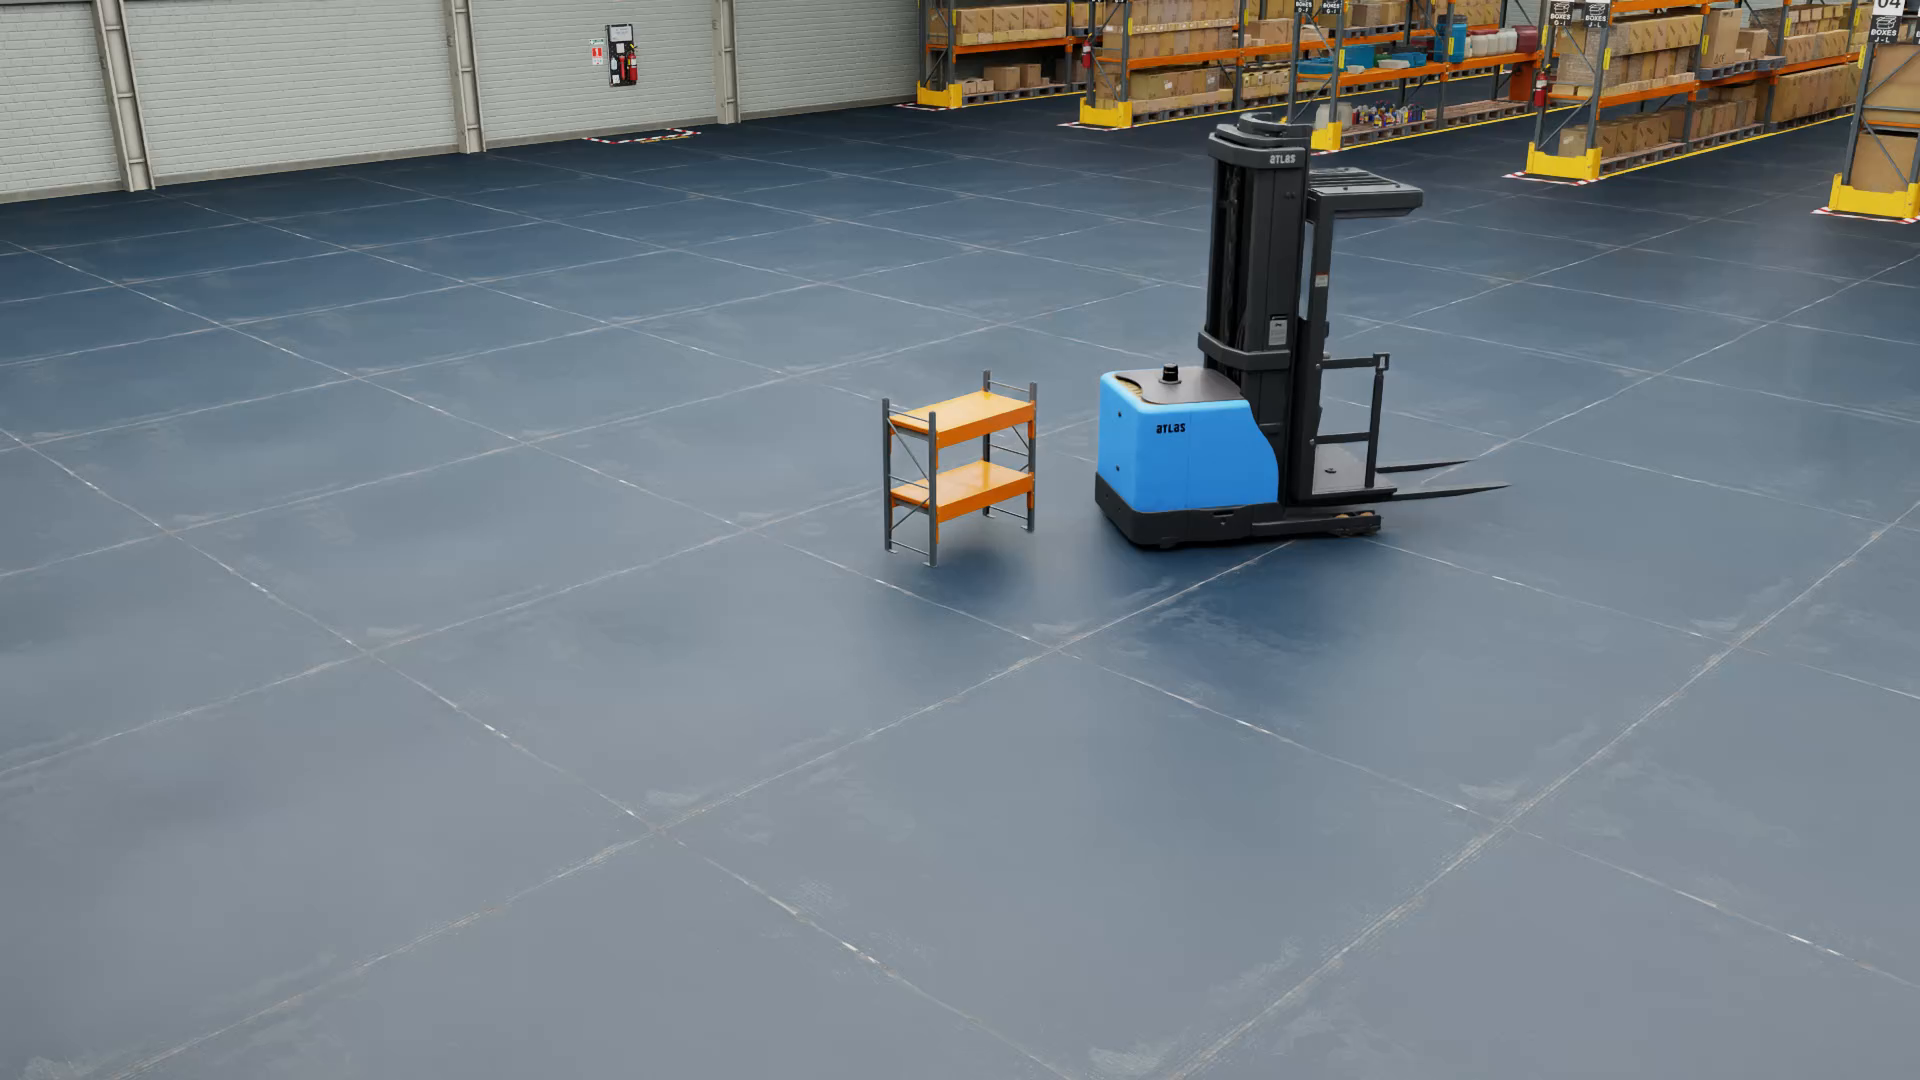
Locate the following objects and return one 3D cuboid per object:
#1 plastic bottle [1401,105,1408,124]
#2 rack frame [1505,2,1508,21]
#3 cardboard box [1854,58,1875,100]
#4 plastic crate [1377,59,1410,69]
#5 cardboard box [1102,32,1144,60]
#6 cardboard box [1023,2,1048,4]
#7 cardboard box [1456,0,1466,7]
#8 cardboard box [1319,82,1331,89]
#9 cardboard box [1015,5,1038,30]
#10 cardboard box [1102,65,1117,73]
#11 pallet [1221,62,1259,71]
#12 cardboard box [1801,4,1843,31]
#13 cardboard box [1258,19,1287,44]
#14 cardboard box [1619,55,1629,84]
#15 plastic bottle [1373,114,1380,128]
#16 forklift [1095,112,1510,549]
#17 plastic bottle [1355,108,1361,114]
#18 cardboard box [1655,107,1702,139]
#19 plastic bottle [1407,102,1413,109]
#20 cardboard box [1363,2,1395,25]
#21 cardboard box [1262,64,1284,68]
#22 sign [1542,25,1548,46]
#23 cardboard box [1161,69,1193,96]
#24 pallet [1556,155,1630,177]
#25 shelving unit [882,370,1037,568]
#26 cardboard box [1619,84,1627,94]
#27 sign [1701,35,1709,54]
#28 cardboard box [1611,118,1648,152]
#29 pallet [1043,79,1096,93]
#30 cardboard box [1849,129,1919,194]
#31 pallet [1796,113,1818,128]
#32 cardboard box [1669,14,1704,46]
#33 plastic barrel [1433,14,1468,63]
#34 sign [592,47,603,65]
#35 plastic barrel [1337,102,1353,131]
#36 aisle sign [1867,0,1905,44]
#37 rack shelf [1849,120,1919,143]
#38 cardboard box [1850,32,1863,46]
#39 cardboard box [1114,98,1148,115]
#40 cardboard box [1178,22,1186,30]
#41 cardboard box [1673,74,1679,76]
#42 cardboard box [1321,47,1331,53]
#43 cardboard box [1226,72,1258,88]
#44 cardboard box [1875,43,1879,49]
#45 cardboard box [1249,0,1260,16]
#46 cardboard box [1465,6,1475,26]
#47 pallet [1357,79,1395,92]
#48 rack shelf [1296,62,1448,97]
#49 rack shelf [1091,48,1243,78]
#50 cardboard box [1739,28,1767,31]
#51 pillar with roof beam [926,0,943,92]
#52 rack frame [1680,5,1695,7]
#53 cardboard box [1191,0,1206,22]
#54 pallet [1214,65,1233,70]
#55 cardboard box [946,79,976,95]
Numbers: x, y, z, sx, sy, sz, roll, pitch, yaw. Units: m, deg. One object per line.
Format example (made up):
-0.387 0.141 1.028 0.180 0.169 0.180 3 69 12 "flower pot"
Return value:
8.767 -8.422 32.885 0.144 0.351 0.185 19 28 40 "plastic bottle"
14.194 -14.149 44.705 1.000 3.000 0.127 19 28 41 "rack frame"
19.645 -10.226 36.874 0.875 0.875 0.875 19 28 41 "cardboard box"
8.418 -9.220 32.248 0.530 0.136 0.437 19 28 41 "plastic crate"
3.367 -10.199 34.290 0.700 0.500 0.500 19 28 41 "cardboard box"
1.794 -12.524 39.613 0.500 0.500 0.500 18 28 39 "cardboard box"
12.653 -13.949 42.653 0.500 0.500 0.500 18 28 39 "cardboard box"
8.421 -10.809 39.262 0.500 0.250 0.500 -19 28 -41 "cardboard box"
1.460 -12.137 38.607 0.500 0.500 0.500 18 28 39 "cardboard box"
3.482 -11.801 41.469 0.700 0.500 0.500 20 28 41 "cardboard box"
7.368 -12.841 45.188 1.003 0.211 1.213 19 28 41 "pallet"
18.059 -10.989 34.946 0.797 0.503 0.637 18 28 39 "cardboard box"
7.087 -11.568 37.852 0.500 0.500 0.500 19 28 41 "cardboard box"
10.794 -8.034 28.242 0.875 0.500 0.500 19 28 41 "cardboard box"
8.067 -8.115 32.197 0.097 0.271 0.097 0 21 0 "plastic bottle"
2.598 -1.566 12.064 3.031 2.935 1.130 -5 22 -12 "forklift"
7.838 -8.405 32.943 0.152 0.276 0.135 18 28 39 "plastic bottle"
13.362 -7.775 30.993 0.700 0.500 0.500 17 27 37 "cardboard box"
9.023 -8.591 33.323 0.144 0.351 0.185 19 28 41 "plastic bottle"
10.216 -12.894 40.715 0.700 0.500 0.500 12 24 27 "cardboard box"
7.320 -10.938 38.817 0.500 0.311 0.500 18 28 39 "cardboard box"
9.744 -8.388 27.662 0.100 0.325 0.005 19 28 41 "sign"
4.614 -9.766 35.503 0.500 0.500 0.500 19 28 41 "cardboard box"
10.773 -6.474 28.623 1.003 0.211 1.213 19 28 41 "pallet"
0.005 -0.527 11.877 0.538 1.125 1.048 19 28 41 "shelving unit"
11.030 -7.641 28.125 0.380 0.149 0.250 19 28 41 "cardboard box"
13.312 -8.854 29.723 0.100 0.325 0.005 19 28 41 "sign"
11.839 -7.192 29.504 0.500 0.500 0.500 16 26 36 "cardboard box"
2.813 -11.202 40.925 1.003 0.211 1.213 19 28 41 "pallet"
14.037 -5.683 25.056 0.875 0.875 0.875 19 28 41 "cardboard box"
17.164 -8.806 34.692 1.003 0.211 1.213 19 28 41 "pallet"
12.801 -9.052 29.496 0.500 0.500 0.500 19 28 41 "cardboard box"
9.856 -10.081 33.423 0.600 0.901 0.708 19 28 41 "plastic barrel"
-7.047 -9.404 32.309 0.001 0.329 0.234 19 28 41 "sign"
7.333 -8.147 31.973 0.421 0.512 0.421 0 21 0 "plastic barrel"
13.347 -7.559 23.935 0.394 0.787 0.004 19 28 41 "aisle sign"
15.006 -6.467 25.721 1.077 0.370 4.000 19 28 41 "rack shelf"
19.014 -10.764 35.694 0.500 0.250 0.500 19 28 40 "cardboard box"
3.566 -9.031 34.636 0.500 0.250 0.500 19 28 41 "cardboard box"
4.534 -10.827 35.020 0.380 0.149 0.250 20 28 41 "cardboard box"
12.580 -8.227 29.647 0.380 0.149 0.250 19 28 41 "cardboard box"
10.226 -14.212 47.768 0.700 0.500 0.500 19 28 41 "cardboard box"
6.290 -10.282 37.111 0.500 0.311 0.500 19 28 41 "cardboard box"
20.030 -10.917 36.647 0.380 0.149 0.250 18 28 39 "cardboard box"
7.711 -14.373 44.705 0.500 0.500 0.500 19 28 40 "cardboard box"
13.014 -13.622 43.194 0.500 0.500 0.500 19 28 40 "cardboard box"
10.012 -11.285 41.142 1.003 0.211 1.213 19 28 41 "pallet"
7.974 -8.974 32.243 1.077 0.370 4.000 19 28 41 "rack shelf"
4.428 -10.214 35.471 1.077 0.370 4.000 19 28 41 "rack shelf"
15.361 -9.706 32.421 0.500 0.500 0.500 15 26 34 "cardboard box"
2.434 -13.394 34.379 9.100 9.000 0.400 19 28 41 "pillar with roof beam"
17.741 -12.908 41.477 1.000 3.000 0.127 19 28 41 "rack frame"
4.817 -11.342 35.455 0.700 0.500 0.500 19 28 41 "cardboard box"
6.517 -12.526 44.368 1.003 0.211 1.213 19 28 41 "pallet"
0.028 -10.380 38.035 0.500 0.311 0.500 15 26 35 "cardboard box"
